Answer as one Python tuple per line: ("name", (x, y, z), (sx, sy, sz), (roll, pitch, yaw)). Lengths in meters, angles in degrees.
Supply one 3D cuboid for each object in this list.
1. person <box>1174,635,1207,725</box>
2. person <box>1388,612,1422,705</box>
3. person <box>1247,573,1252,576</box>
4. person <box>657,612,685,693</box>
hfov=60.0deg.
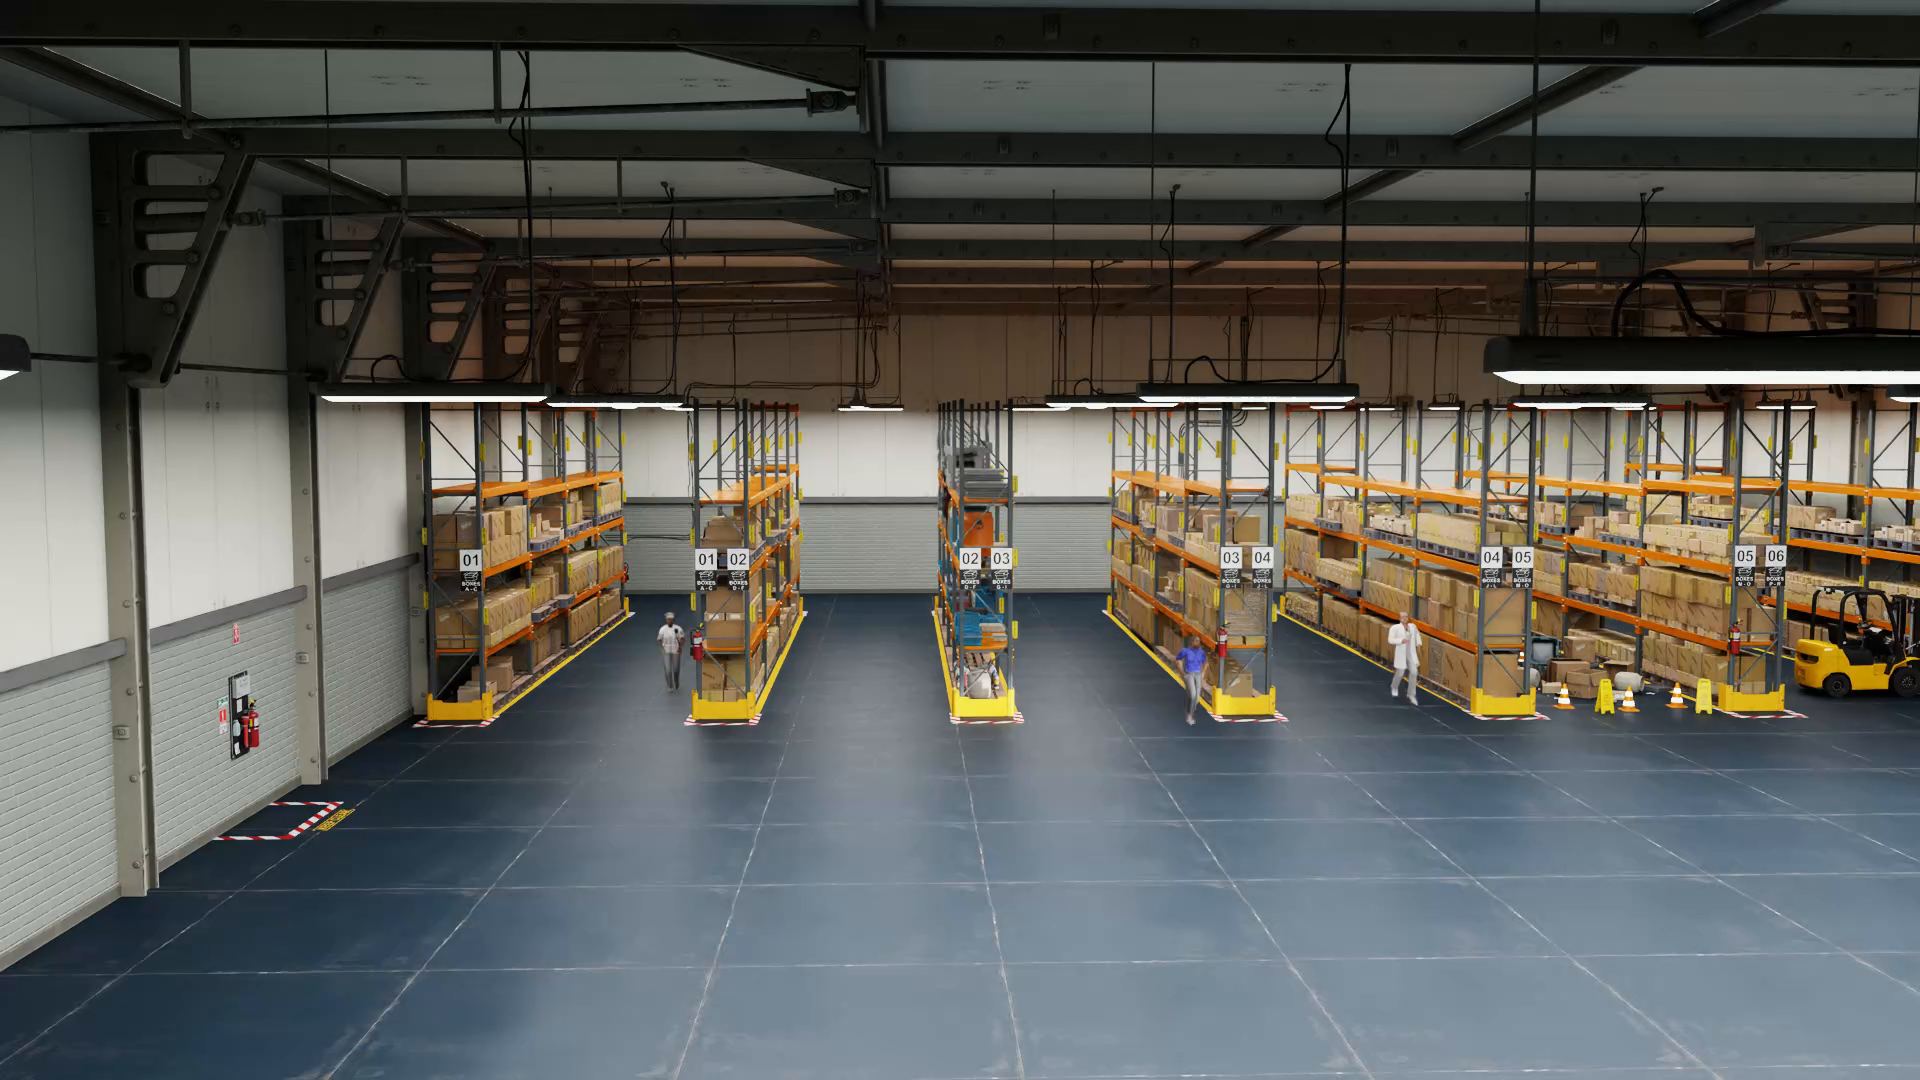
("person", (4.306, 2.579, 30.727), (0.589, 1.650, 0.633), (-1, 5, -17))
("person", (8.884, 2.331, 33.149), (0.729, 1.811, 0.974), (0, 4, -2))
("person", (8.702, 1.198, 48.546), (0.673, 1.700, 0.737), (-3, 5, -33))
("person", (-5.922, 2.305, 34.077), (0.570, 1.654, 0.568), (-1, 4, -9))
